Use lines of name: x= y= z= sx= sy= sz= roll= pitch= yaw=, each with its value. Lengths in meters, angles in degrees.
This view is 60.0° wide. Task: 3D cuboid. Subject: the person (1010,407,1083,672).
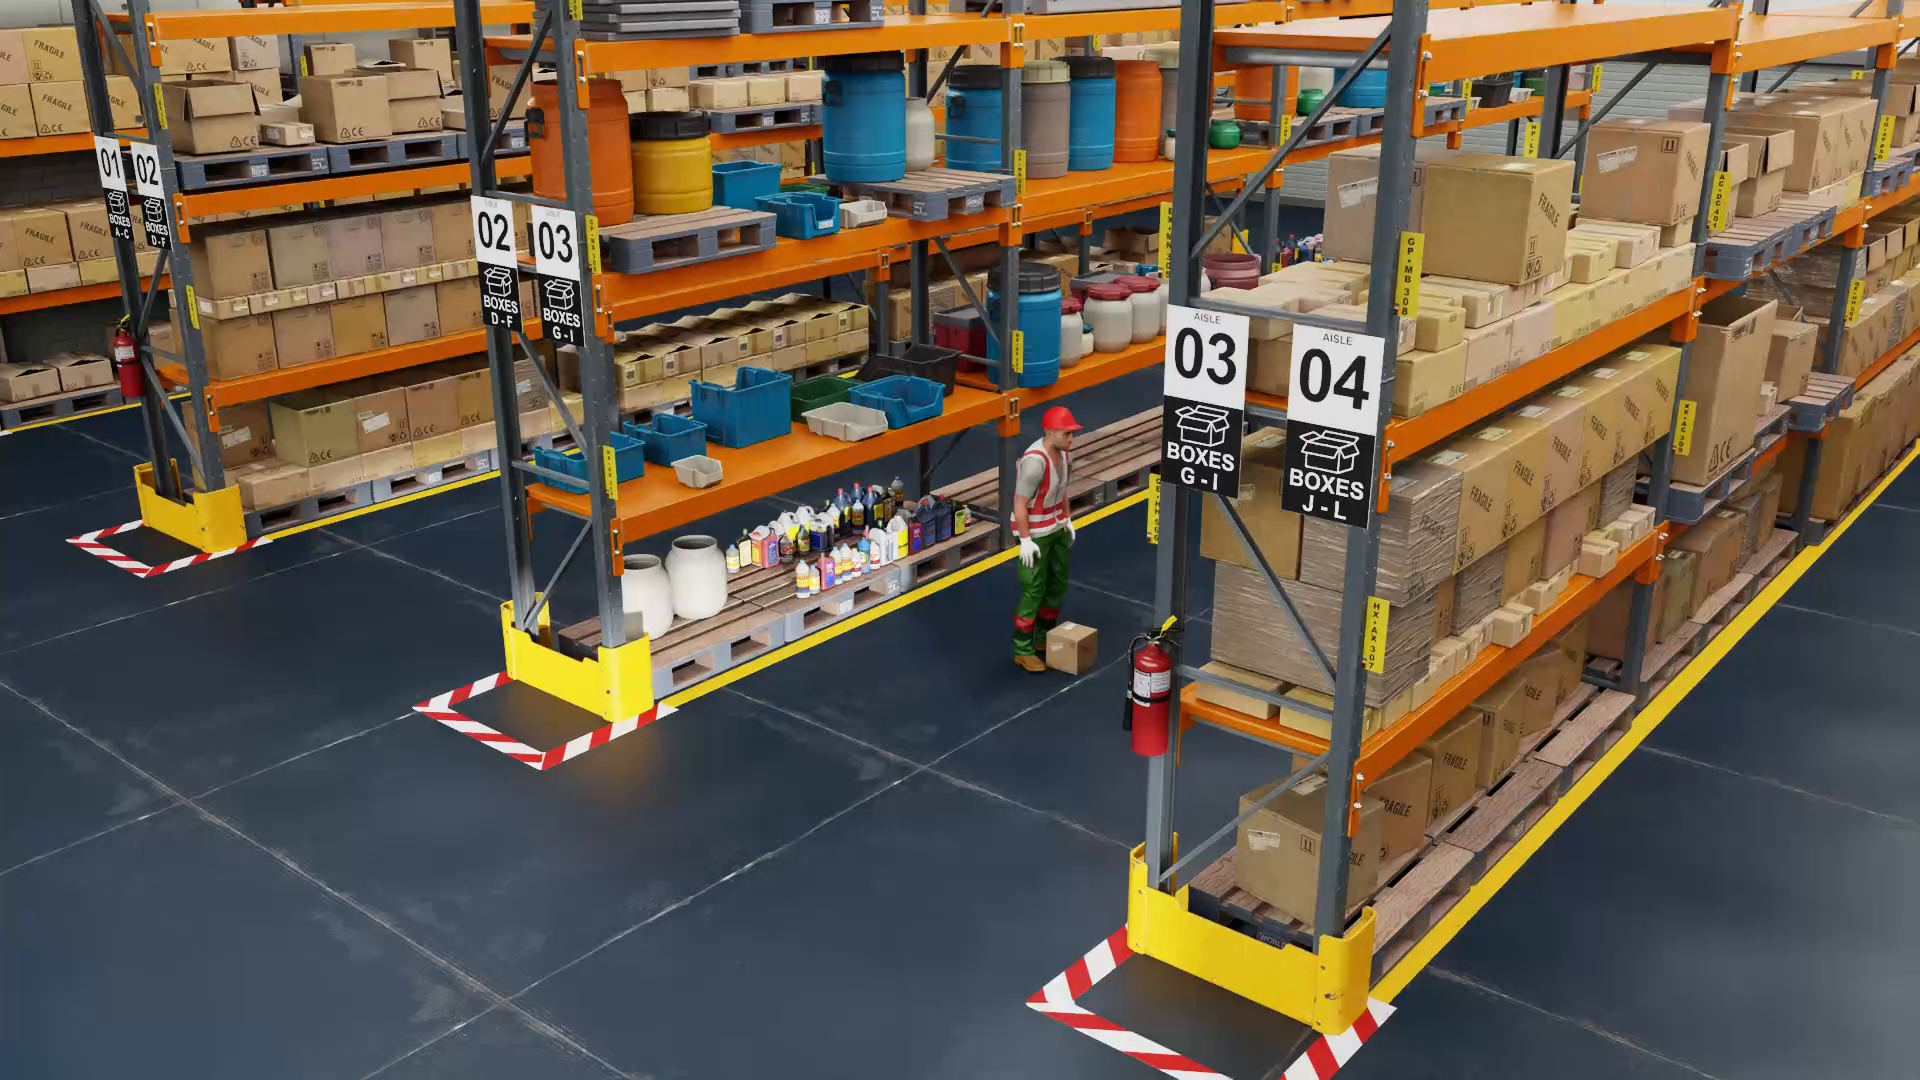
person: x=0.582 y=-0.035 z=11.149 sx=0.453 sy=1.778 sz=0.616 roll=14 pitch=24 yaw=33
